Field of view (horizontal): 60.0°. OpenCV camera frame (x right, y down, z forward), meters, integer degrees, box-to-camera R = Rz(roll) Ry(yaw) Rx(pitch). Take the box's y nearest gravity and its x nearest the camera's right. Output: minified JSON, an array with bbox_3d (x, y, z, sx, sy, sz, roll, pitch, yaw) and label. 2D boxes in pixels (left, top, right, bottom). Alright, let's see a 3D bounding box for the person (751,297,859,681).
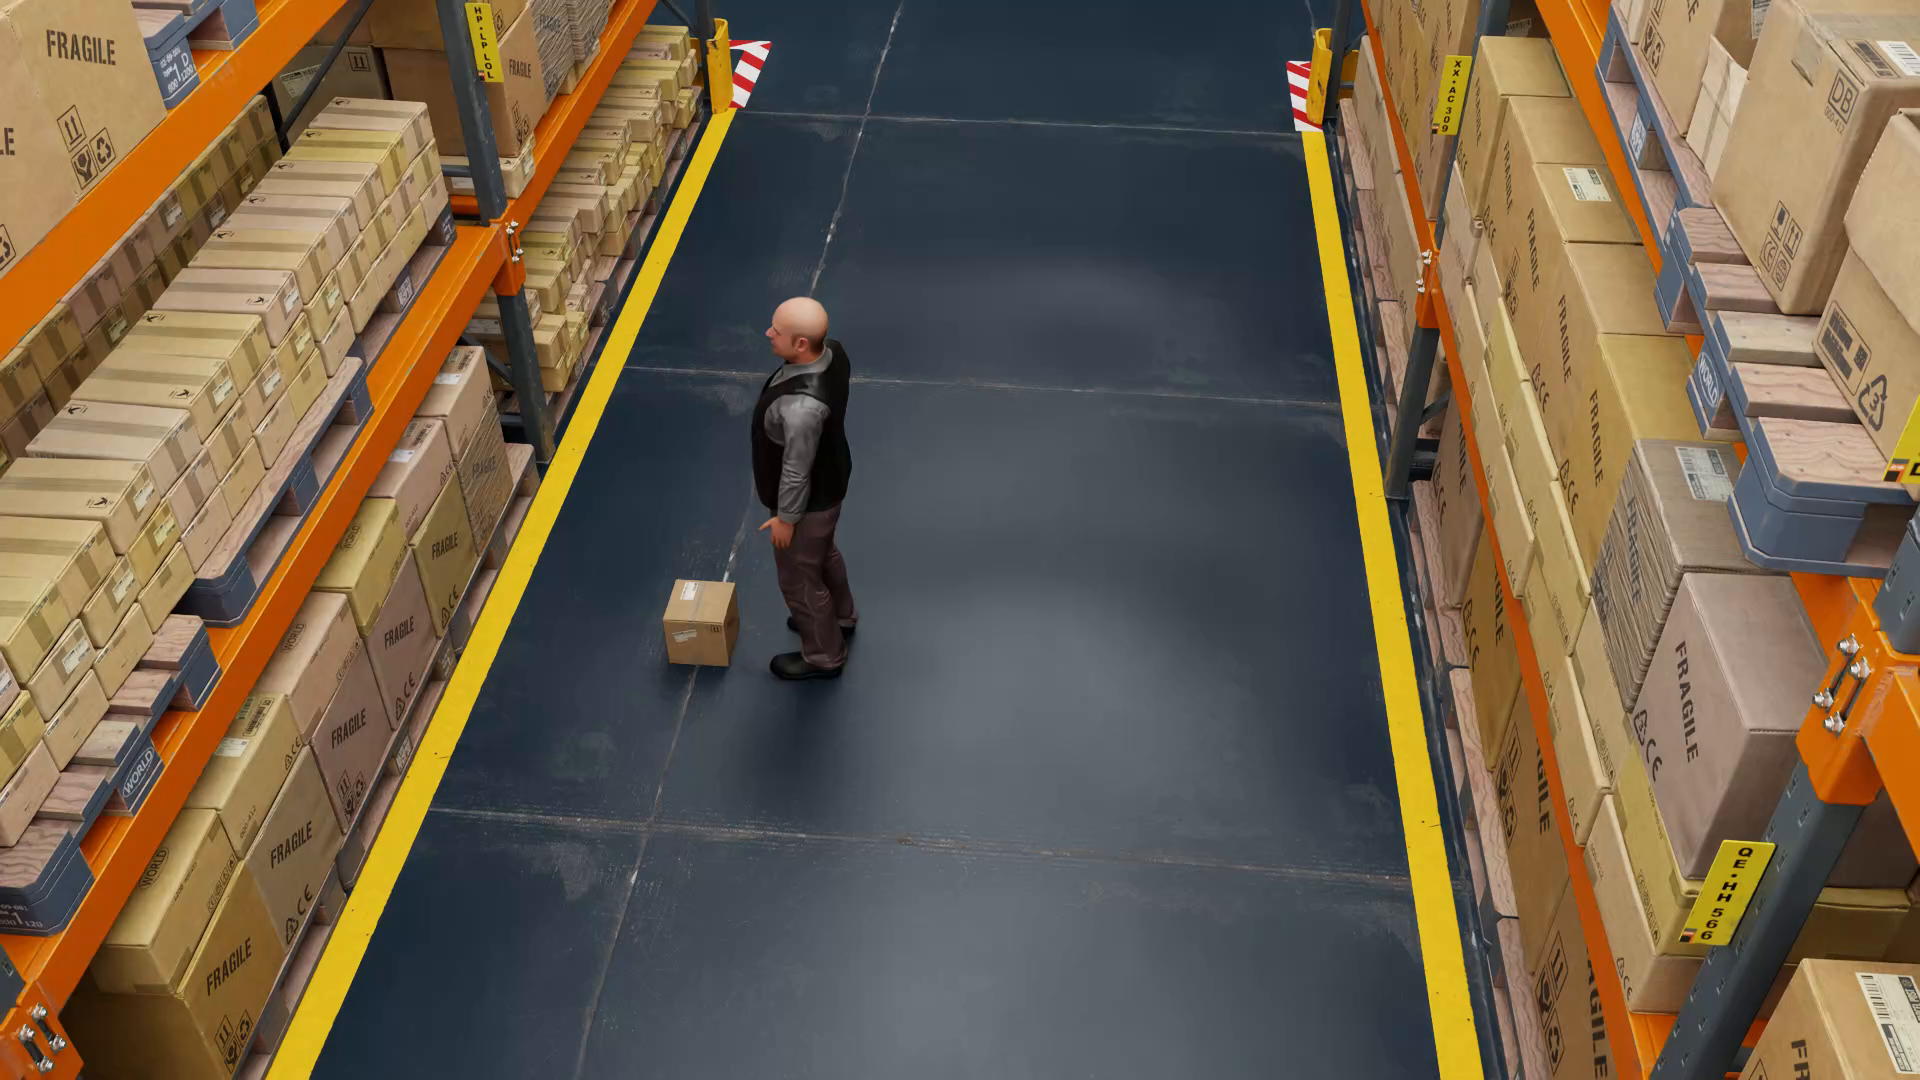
[{"bbox_3d":[-0.598,-0.178,6.403,0.359,1.731,0.533,4,40,5],"label":"person"}]
